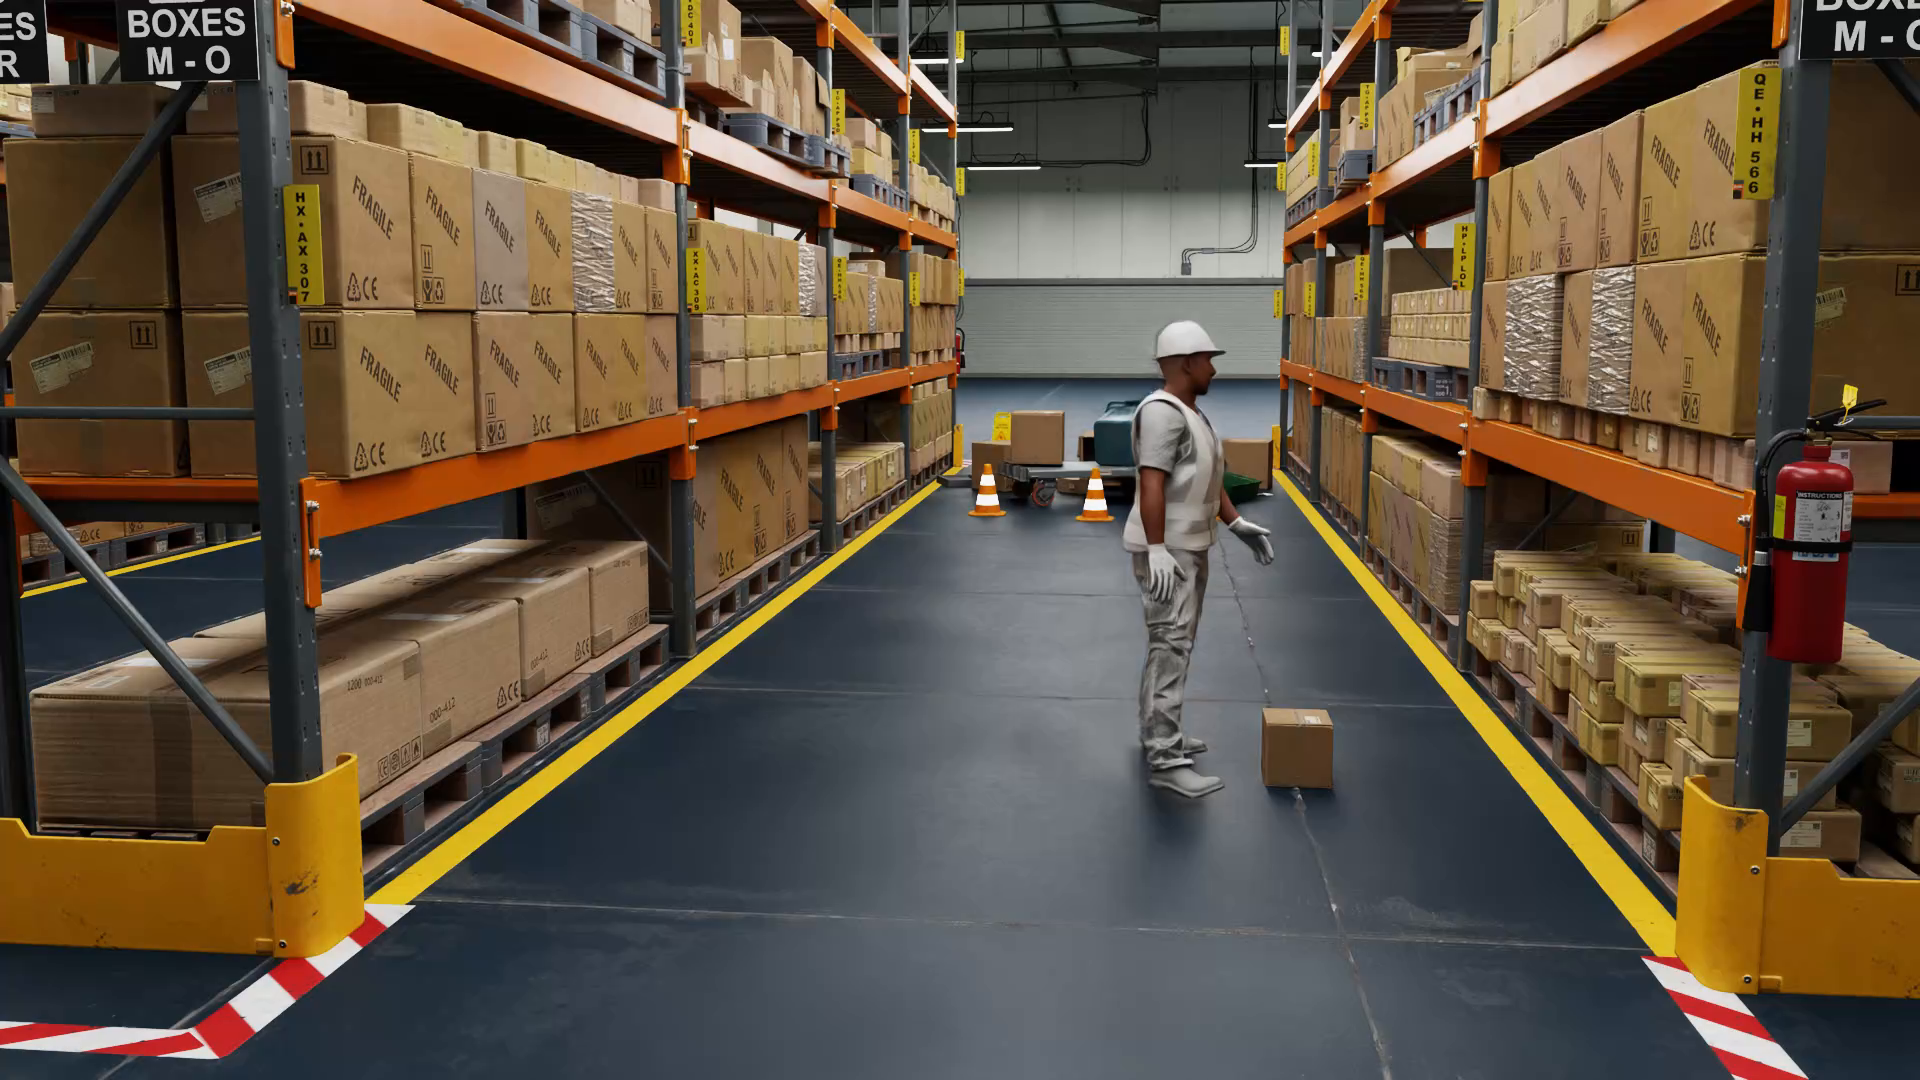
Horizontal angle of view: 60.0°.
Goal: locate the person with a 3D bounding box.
[{"bbox_3d":[0.861,0.047,6.366,0.571,1.755,0.895,4,8,25],"label":"person"}]
